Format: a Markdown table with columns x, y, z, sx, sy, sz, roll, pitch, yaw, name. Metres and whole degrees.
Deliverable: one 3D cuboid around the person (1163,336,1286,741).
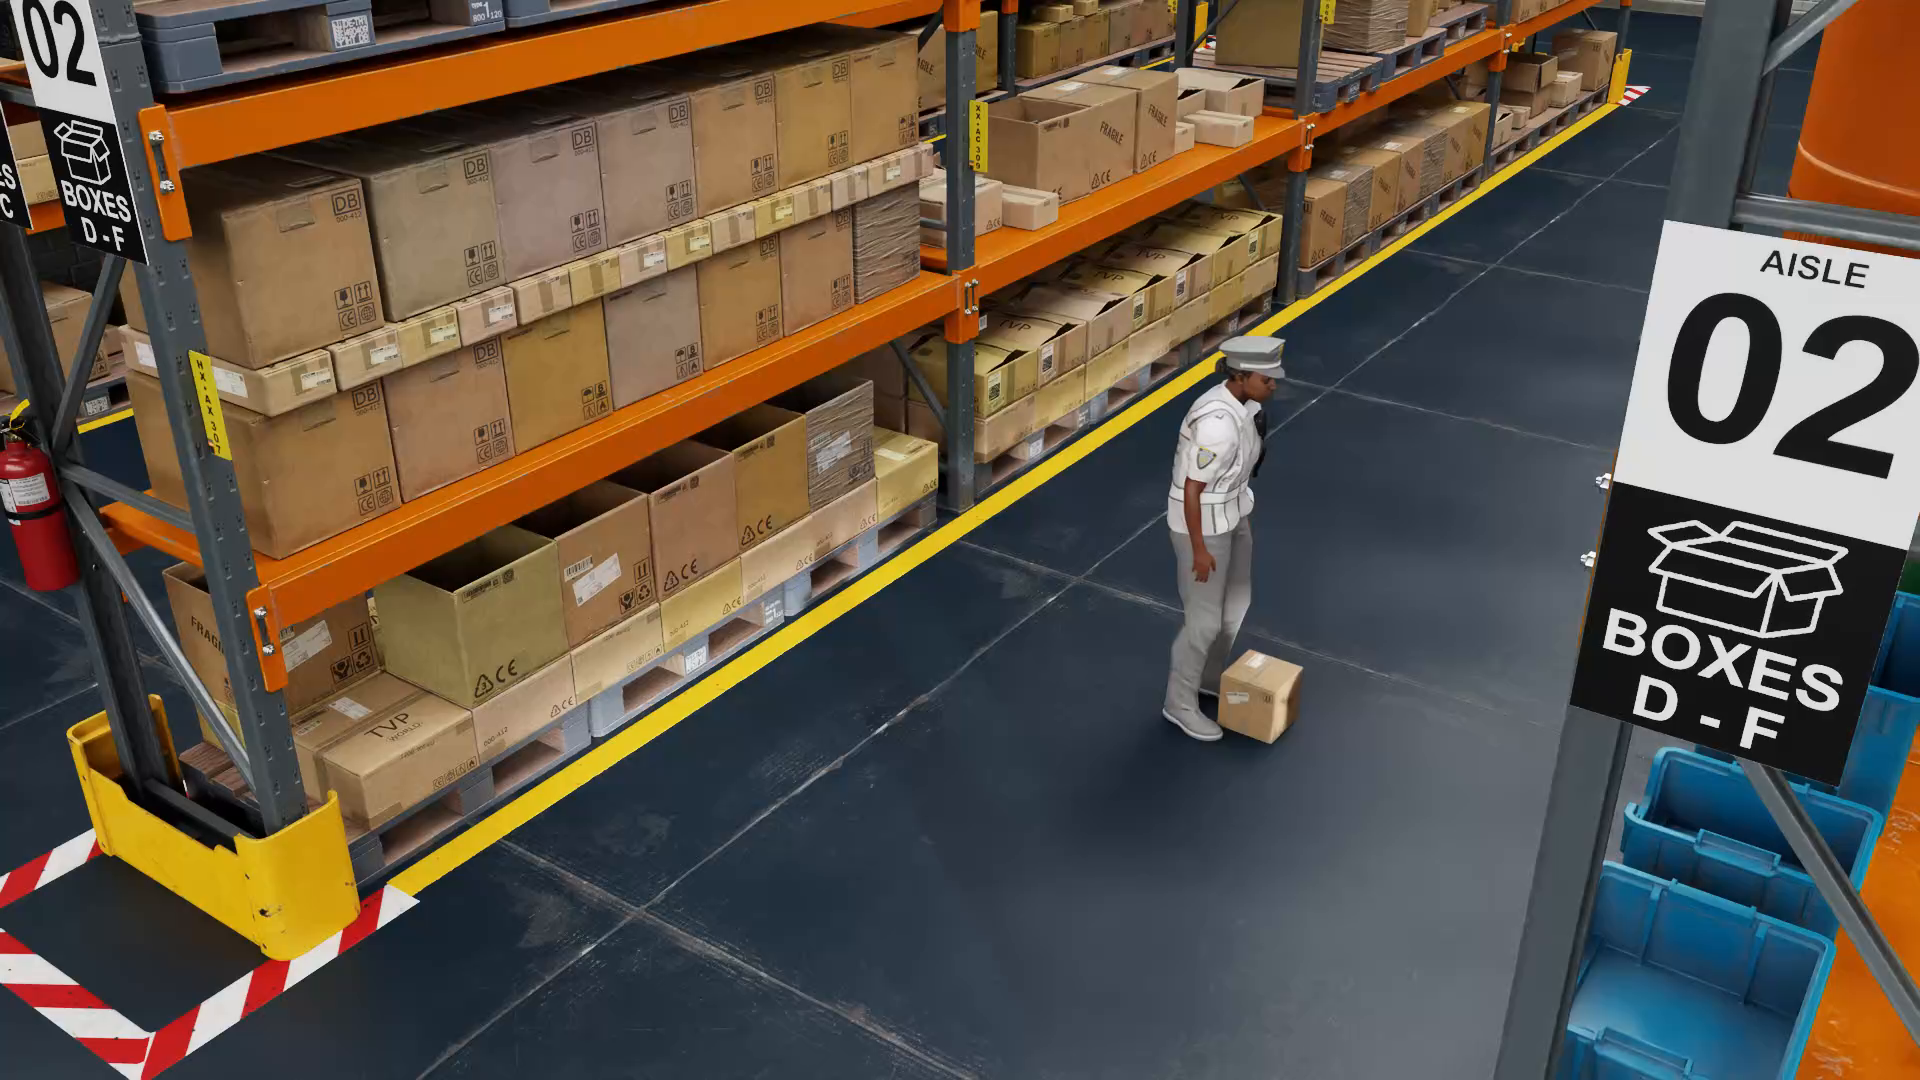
| x | y | z | sx | sy | sz | roll | pitch | yaw | name |
| --- | --- | --- | --- | --- | --- | --- | --- | --- | --- |
| 1.041 | -0.033 | 6.685 | 0.395 | 1.655 | 0.516 | 16 | 31 | 28 | person |
